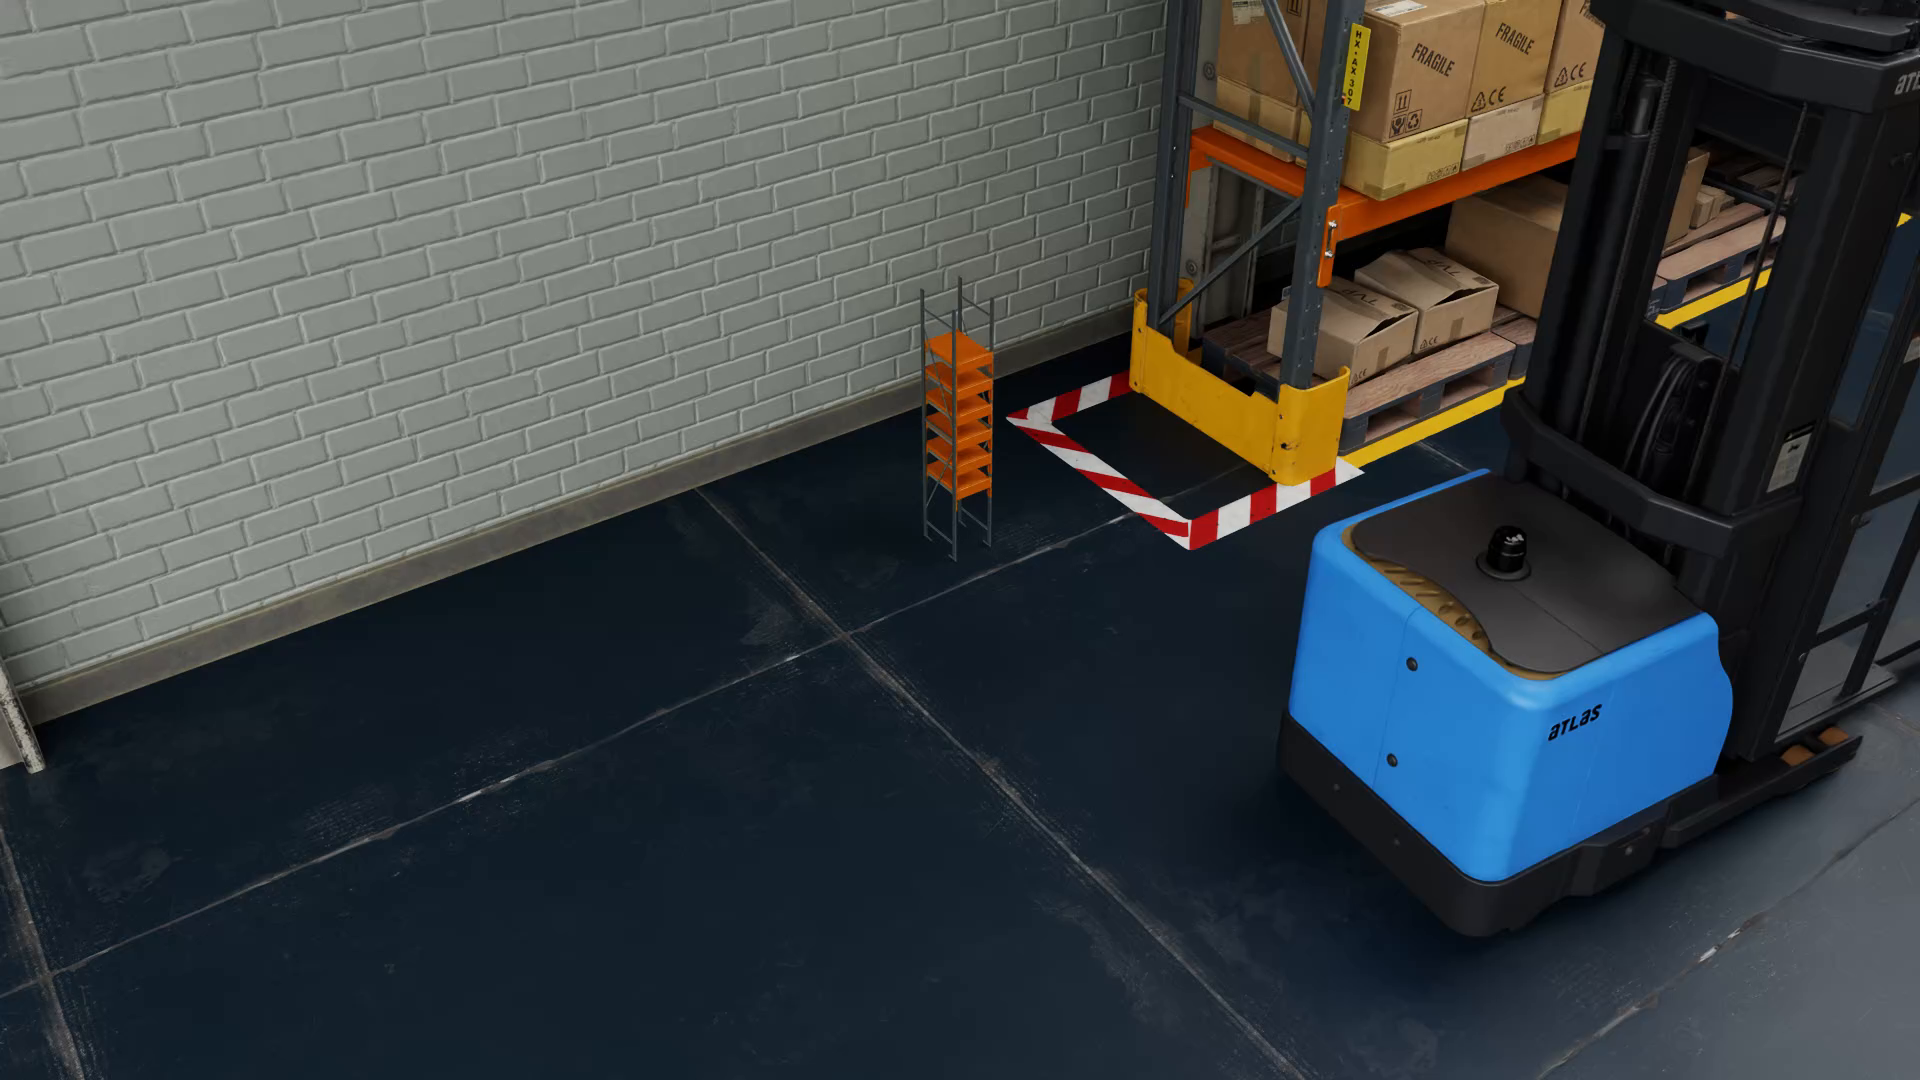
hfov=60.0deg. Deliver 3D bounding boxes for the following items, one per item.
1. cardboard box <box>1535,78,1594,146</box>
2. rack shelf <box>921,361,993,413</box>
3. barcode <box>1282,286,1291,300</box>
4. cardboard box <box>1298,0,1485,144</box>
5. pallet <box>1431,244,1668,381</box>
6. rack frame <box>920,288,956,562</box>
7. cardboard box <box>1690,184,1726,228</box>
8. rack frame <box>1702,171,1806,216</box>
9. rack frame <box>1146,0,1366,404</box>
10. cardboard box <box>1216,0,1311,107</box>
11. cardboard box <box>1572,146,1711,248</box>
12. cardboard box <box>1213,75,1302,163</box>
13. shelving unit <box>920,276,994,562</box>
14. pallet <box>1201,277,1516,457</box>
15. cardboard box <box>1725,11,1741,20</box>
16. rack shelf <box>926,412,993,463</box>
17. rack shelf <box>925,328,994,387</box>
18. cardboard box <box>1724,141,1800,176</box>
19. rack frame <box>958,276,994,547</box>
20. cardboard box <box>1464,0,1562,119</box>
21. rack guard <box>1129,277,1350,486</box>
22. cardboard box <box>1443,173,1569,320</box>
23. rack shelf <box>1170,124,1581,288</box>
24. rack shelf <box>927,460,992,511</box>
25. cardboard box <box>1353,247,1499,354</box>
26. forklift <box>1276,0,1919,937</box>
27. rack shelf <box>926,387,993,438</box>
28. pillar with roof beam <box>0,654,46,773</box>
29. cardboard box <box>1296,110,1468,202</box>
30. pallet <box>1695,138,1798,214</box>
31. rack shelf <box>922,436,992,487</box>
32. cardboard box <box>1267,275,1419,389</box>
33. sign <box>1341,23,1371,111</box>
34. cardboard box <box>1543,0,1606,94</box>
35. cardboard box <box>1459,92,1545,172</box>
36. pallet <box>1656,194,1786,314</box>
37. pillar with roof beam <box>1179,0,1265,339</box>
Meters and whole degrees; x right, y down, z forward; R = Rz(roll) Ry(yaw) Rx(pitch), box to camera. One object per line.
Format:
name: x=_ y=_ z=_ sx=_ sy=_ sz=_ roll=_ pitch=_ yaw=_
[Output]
cardboard box: x=2.653 y=-2.070 z=7.670 sx=0.500 sy=0.250 sz=0.500 roll=-23 pitch=42 yaw=-29
rack shelf: x=-0.012 y=-0.641 z=6.779 sx=0.180 sy=0.103 sz=0.258 roll=-22 pitch=41 yaw=-28
barcode: x=1.637 y=-1.238 z=8.320 sx=0.075 sy=0.075 sz=0.001 roll=-22 pitch=41 yaw=-28
cardboard box: x=1.798 y=-2.029 z=6.971 sx=0.500 sy=0.500 sz=0.500 roll=-22 pitch=41 yaw=-28
pallet: x=2.978 y=-1.318 z=8.902 sx=1.213 sy=0.211 sz=1.003 roll=-22 pitch=41 yaw=-28
rack frame: x=-0.087 y=-0.451 z=6.850 sx=0.006 sy=1.200 sz=0.240 roll=-22 pitch=41 yaw=-28
cardboard box: x=4.084 y=-1.940 z=9.428 sx=0.250 sy=0.166 sz=0.380 roll=-28 pitch=44 yaw=-33
rack frame: x=4.504 y=-3.106 z=8.999 sx=0.127 sy=3.000 sz=1.000 roll=-22 pitch=41 yaw=-28
rack frame: x=1.235 y=-1.760 z=7.128 sx=0.127 sy=3.000 sz=1.000 roll=-22 pitch=41 yaw=-28
cardboard box: x=1.498 y=-2.272 z=7.309 sx=0.500 sy=0.500 sz=0.500 roll=-23 pitch=42 yaw=-28
cardboard box: x=3.679 y=-1.901 z=9.088 sx=0.500 sy=0.500 sz=0.500 roll=-26 pitch=43 yaw=-31
cardboard box: x=1.505 y=-1.957 z=7.513 sx=0.500 sy=0.250 sz=0.500 roll=-22 pitch=41 yaw=-27
shelving unit: x=-0.012 y=-0.482 z=6.893 sx=0.189 sy=1.200 sz=0.258 roll=-22 pitch=41 yaw=-28
pallet: x=1.981 y=-0.910 z=8.334 sx=1.213 sy=0.211 sz=1.003 roll=-22 pitch=41 yaw=-28
cardboard box: x=3.474 y=-2.716 z=7.926 sx=0.500 sy=0.500 sz=0.500 roll=-24 pitch=42 yaw=-29
rack shelf: x=-0.012 y=-0.446 z=6.919 sx=0.180 sy=0.103 sz=0.258 roll=-22 pitch=41 yaw=-28
rack shelf: x=-0.012 y=-0.738 z=6.709 sx=0.180 sy=0.103 sz=0.258 roll=-22 pitch=41 yaw=-28
cardboard box: x=5.097 y=-2.525 z=9.956 sx=0.500 sy=0.500 sz=0.700 roll=-21 pitch=41 yaw=-26
rack frame: x=0.063 y=-0.513 z=6.936 sx=0.006 sy=1.200 sz=0.240 roll=-22 pitch=41 yaw=-28
cardboard box: x=2.208 y=-2.190 z=7.196 sx=0.500 sy=0.500 sz=0.500 roll=-22 pitch=41 yaw=-28
rack guard: x=1.297 y=-0.771 z=7.894 sx=0.348 sy=0.500 sz=1.175 roll=-22 pitch=41 yaw=-28
cardboard box: x=2.947 y=-1.528 z=8.570 sx=0.500 sy=0.500 sz=0.700 roll=-25 pitch=43 yaw=-31
rack shelf: x=2.870 y=-2.141 z=8.274 sx=4.000 sy=0.370 sz=1.077 roll=-22 pitch=41 yaw=-28
rack shelf: x=-0.012 y=-0.251 z=7.059 sx=0.180 sy=0.103 sz=0.258 roll=-22 pitch=41 yaw=-28
cardboard box: x=2.318 y=-1.229 z=8.315 sx=0.500 sy=0.311 sz=0.500 roll=-19 pitch=40 yaw=-24
forklift: x=2.682 y=-0.536 z=5.486 sx=3.031 sy=2.935 sz=1.130 roll=-19 pitch=40 yaw=-24
rack shelf: x=-0.012 y=-0.544 z=6.849 sx=0.180 sy=0.103 sz=0.258 roll=-22 pitch=41 yaw=-28
pillar with roof beam: x=-1.116 y=-0.771 z=0.615 sx=0.400 sy=9.000 sz=9.100 roll=-22 pitch=41 yaw=-28
cardboard box: x=1.817 y=-1.720 z=7.184 sx=0.500 sy=0.250 sz=0.500 roll=-24 pitch=42 yaw=-29
pallet: x=5.140 y=-2.236 z=10.178 sx=1.213 sy=0.211 sz=1.003 roll=-22 pitch=41 yaw=-28
rack shelf: x=-0.012 y=-0.349 z=6.989 sx=0.180 sy=0.103 sz=0.258 roll=-22 pitch=41 yaw=-28
cardboard box: x=1.852 y=-1.037 z=8.049 sx=0.500 sy=0.311 sz=0.500 roll=-28 pitch=44 yaw=-33
sign: x=1.548 y=-1.853 z=6.516 sx=0.005 sy=0.325 sz=0.100 roll=-22 pitch=41 yaw=-28
cardboard box: x=2.634 y=-2.361 z=7.433 sx=0.500 sy=0.500 sz=0.500 roll=-24 pitch=42 yaw=-29
cardboard box: x=2.233 y=-1.901 z=7.436 sx=0.500 sy=0.250 sz=0.500 roll=-24 pitch=42 yaw=-29
pallet: x=3.976 y=-1.731 z=9.476 sx=1.213 sy=0.211 sz=1.003 roll=-22 pitch=41 yaw=-28
pillar with roof beam: x=3.789 y=-2.789 z=3.421 sx=0.400 sy=9.000 sz=9.100 roll=-22 pitch=41 yaw=-28
